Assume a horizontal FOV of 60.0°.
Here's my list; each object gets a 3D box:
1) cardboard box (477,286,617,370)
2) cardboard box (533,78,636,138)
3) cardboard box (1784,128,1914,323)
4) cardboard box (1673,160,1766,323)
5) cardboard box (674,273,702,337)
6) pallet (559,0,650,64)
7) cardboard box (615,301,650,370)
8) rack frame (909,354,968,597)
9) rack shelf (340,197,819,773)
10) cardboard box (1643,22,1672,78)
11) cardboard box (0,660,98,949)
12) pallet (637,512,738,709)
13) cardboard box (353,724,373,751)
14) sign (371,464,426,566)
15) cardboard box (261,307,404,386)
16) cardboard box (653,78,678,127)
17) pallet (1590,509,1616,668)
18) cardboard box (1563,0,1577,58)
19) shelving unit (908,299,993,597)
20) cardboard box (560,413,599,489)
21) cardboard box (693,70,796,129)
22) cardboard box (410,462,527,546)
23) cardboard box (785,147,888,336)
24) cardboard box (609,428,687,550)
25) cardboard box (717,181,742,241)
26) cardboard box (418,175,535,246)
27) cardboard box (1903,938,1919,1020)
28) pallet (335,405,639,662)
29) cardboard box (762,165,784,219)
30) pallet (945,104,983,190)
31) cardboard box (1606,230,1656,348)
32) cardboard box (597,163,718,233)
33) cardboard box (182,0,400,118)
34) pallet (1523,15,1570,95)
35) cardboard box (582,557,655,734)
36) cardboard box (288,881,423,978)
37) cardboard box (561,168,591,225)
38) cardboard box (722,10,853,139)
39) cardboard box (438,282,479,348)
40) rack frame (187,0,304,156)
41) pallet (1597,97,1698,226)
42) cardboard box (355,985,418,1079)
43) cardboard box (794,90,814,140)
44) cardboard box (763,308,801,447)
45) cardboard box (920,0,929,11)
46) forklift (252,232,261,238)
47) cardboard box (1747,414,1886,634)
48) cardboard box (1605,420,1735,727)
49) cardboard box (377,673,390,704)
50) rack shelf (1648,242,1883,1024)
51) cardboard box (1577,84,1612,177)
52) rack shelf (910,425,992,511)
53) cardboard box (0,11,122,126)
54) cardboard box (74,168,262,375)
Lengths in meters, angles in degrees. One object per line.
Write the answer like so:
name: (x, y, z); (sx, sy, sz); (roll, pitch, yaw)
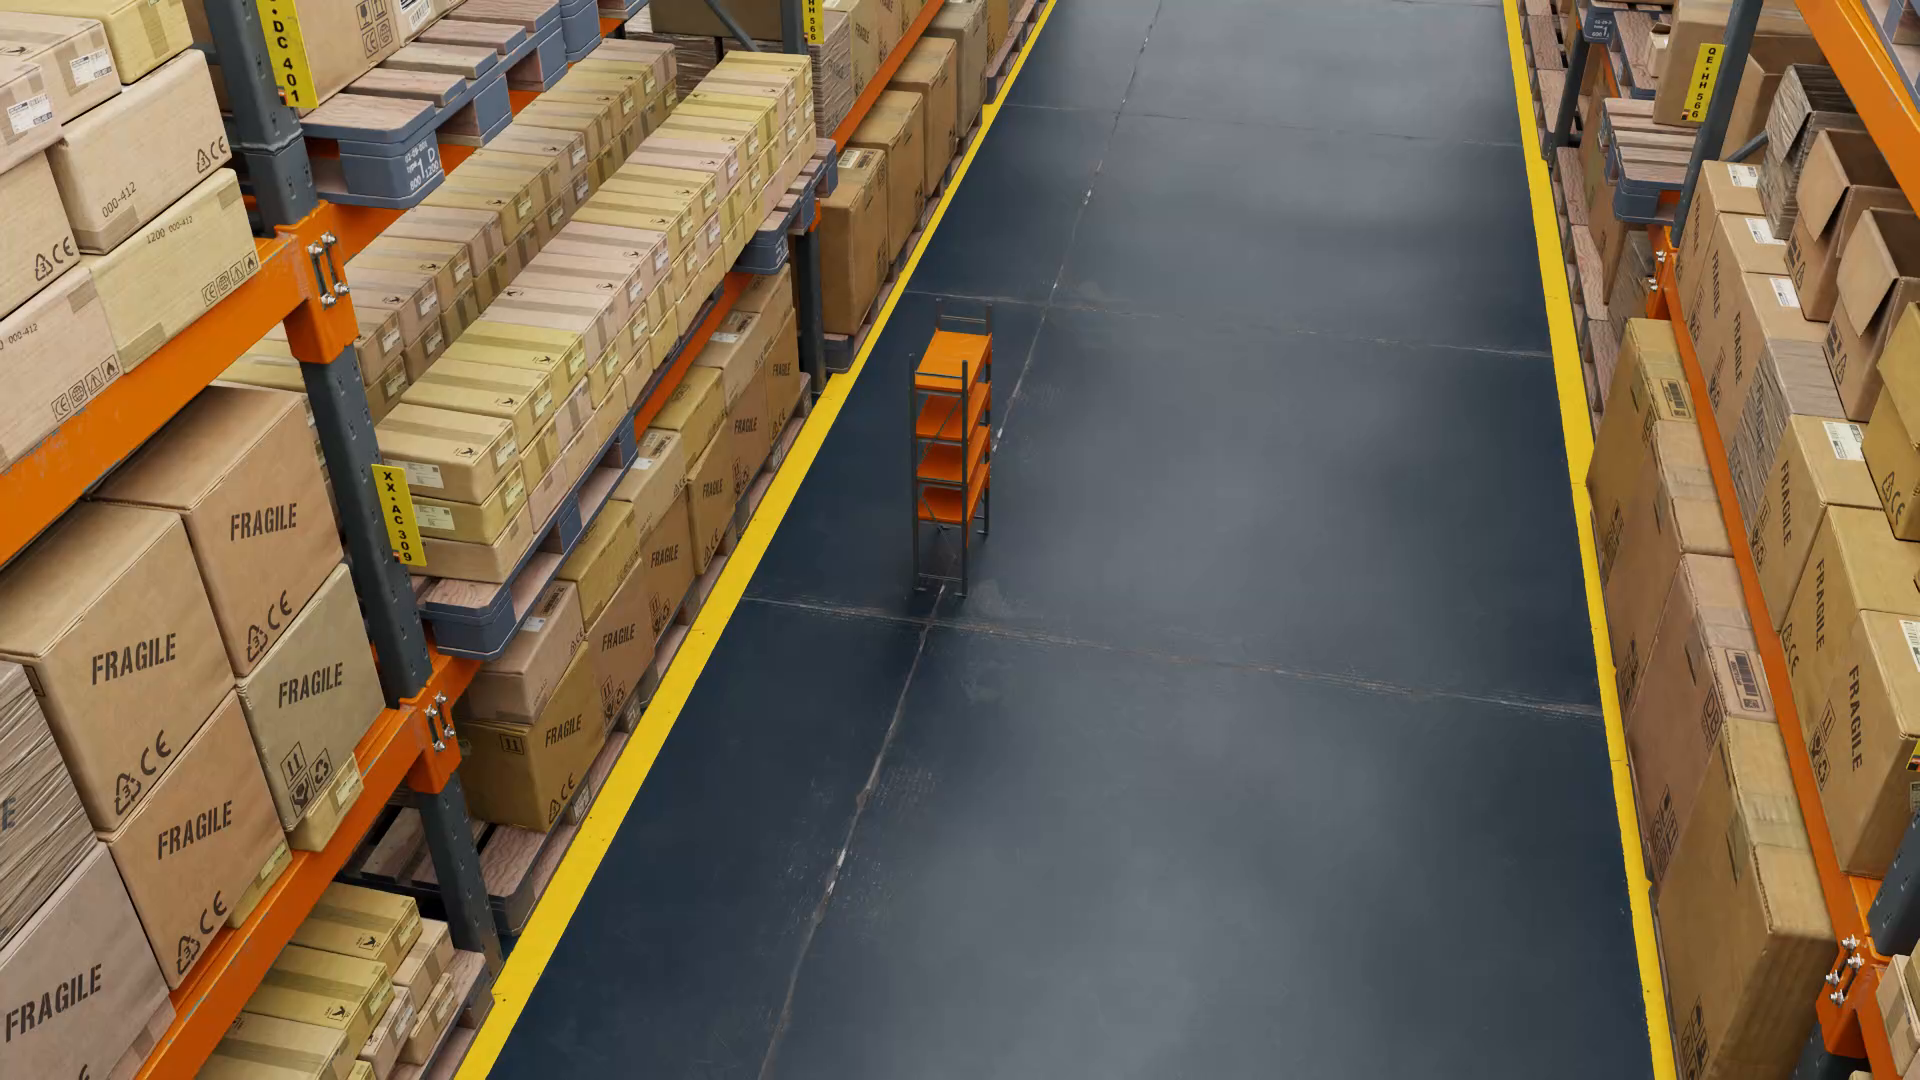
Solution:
cardboard box: (-1.367, -0.706, 5.517); (0.380, 0.149, 0.250); (7, 36, 9)
cardboard box: (-1.613, -1.846, 7.090); (0.380, 0.149, 0.250); (7, 37, 10)
cardboard box: (3.297, -1.048, 5.700); (0.797, 0.503, 0.637); (8, 37, 11)
cardboard box: (3.241, -1.188, 6.748); (0.500, 0.500, 0.500); (8, 37, 11)
cardboard box: (-1.204, -0.908, 6.303); (0.380, 0.149, 0.250); (6, 36, 8)
pallet: (-1.613, -1.852, 5.354); (1.213, 0.211, 1.003); (7, 37, 10)
cardboard box: (-1.316, -0.736, 5.812); (0.380, 0.149, 0.250); (9, 37, 12)
rack frame: (-0.087, -0.251, 7.074); (0.240, 1.200, 0.015); (7, 37, 10)
rack shelf: (-1.640, -0.634, 6.681); (1.077, 0.370, 4.000); (7, 37, 10)
cardboard box: (3.703, -2.497, 8.396); (0.396, 0.266, 0.258); (6, 36, 9)
cardboard box: (-2.132, 0.548, 3.247); (0.500, 0.500, 0.500); (8, 37, 11)
pallet: (-1.644, 0.203, 7.291); (1.003, 0.211, 1.213); (7, 37, 10)
cardboard box: (-1.900, 0.516, 4.695); (0.380, 0.149, 0.250); (7, 37, 9)
sign: (-1.536, -0.065, 4.546); (0.100, 0.325, 0.005); (7, 37, 10)
cardboard box: (-2.059, -0.644, 5.432); (0.380, 0.149, 0.250); (6, 36, 8)
cardboard box: (-1.512, -2.008, 7.568); (0.380, 0.149, 0.250); (9, 37, 12)
pallet: (3.369, 0.180, 7.322); (1.003, 0.211, 1.213); (7, 37, 10)
cardboard box: (4.760, -3.762, 12.157); (0.500, 0.500, 0.500); (4, 36, 6)
shelving unit: (-0.035, -0.391, 7.267); (0.258, 1.200, 0.503); (7, 37, 10)
cardboard box: (-1.423, -0.317, 5.488); (0.380, 0.149, 0.250); (8, 37, 10)
cardboard box: (-0.926, -1.899, 7.163); (0.380, 0.149, 0.250); (7, 36, 9)
cardboard box: (-1.534, -0.135, 4.983); (0.380, 0.149, 0.250); (8, 37, 11)
cardboard box: (-0.995, -1.668, 9.055); (1.050, 0.750, 0.750); (7, 36, 9)
cardboard box: (-1.427, -0.228, 6.642); (0.500, 0.250, 0.500); (9, 37, 12)
cardboard box: (-1.092, -1.330, 6.631); (0.380, 0.149, 0.250); (7, 37, 10)
cardboard box: (-1.837, -1.244, 6.259); (0.380, 0.149, 0.250); (7, 36, 9)
cardboard box: (2.400, 1.078, 3.581); (0.500, 0.250, 0.500); (7, 36, 9)
pallet: (-1.762, -0.121, 5.524); (1.003, 0.211, 1.213); (7, 37, 10)
cardboard box: (-0.979, -1.510, 7.133); (0.380, 0.149, 0.250); (8, 37, 11)
pallet: (-0.450, -2.784, 11.411); (1.003, 0.211, 1.213); (7, 37, 10)
cardboard box: (3.840, -1.264, 8.693); (0.700, 0.500, 0.500); (4, 36, 6)
cardboard box: (-1.148, -1.301, 6.339); (0.380, 0.149, 0.250); (9, 37, 12)
cardboard box: (-1.879, -1.407, 4.136); (0.700, 0.500, 0.500); (7, 37, 10)
pallet: (4.832, -3.647, 12.602); (1.003, 0.211, 1.213); (7, 37, 10)
cardboard box: (-1.539, 0.370, 6.456); (0.500, 0.500, 0.500); (9, 37, 12)
cardboard box: (-1.889, 1.202, 5.100); (0.380, 0.149, 0.250); (8, 37, 11)
cardboard box: (-1.730, -1.412, 6.745); (0.380, 0.149, 0.250); (7, 37, 10)
cardboard box: (-0.854, -2.336, 8.331); (0.500, 0.500, 0.500); (8, 37, 10)
cardboard box: (-1.954, -0.819, 5.927); (0.380, 0.149, 0.250); (6, 36, 8)
rack frame: (-2.068, -2.207, 3.128); (1.000, 3.000, 0.127); (7, 37, 10)
pallet: (3.659, -1.736, 7.753); (1.213, 0.211, 1.003); (7, 37, 10)
cardboard box: (-1.870, 1.463, 4.994); (0.380, 0.149, 0.250); (6, 36, 8)
cardboard box: (-0.874, -1.920, 7.446); (0.380, 0.149, 0.250); (8, 37, 11)
cardboard box: (-1.098, -0.819, 8.097); (0.500, 0.500, 0.500); (7, 37, 10)
cardboard box: (-0.425, -3.493, 9.928); (0.500, 0.500, 0.500); (8, 37, 10)
forklift: (-3.298, -1.277, 7.014); (1.130, 2.935, 3.031); (7, 36, 9)
cardboard box: (2.807, -0.025, 5.143); (0.500, 0.500, 0.500); (7, 37, 9)
cardboard box: (3.245, 0.201, 6.369); (1.225, 0.875, 0.875); (7, 37, 10)
cardboard box: (-2.155, 0.301, 5.911); (0.500, 0.250, 0.500); (6, 36, 9)
rack shelf: (3.184, 0.046, 5.744); (1.077, 0.370, 4.000); (7, 37, 10)
cardboard box: (4.313, -2.502, 10.401); (0.700, 0.500, 0.500); (5, 36, 6)
rack shelf: (-0.035, -0.336, 7.306); (0.258, 0.148, 0.480); (7, 37, 10)
cardboard box: (-1.914, -0.929, 3.282); (0.380, 0.149, 0.250); (8, 37, 11)
cardboard box: (-1.909, -0.617, 3.617); (0.500, 0.250, 0.500); (8, 37, 11)
